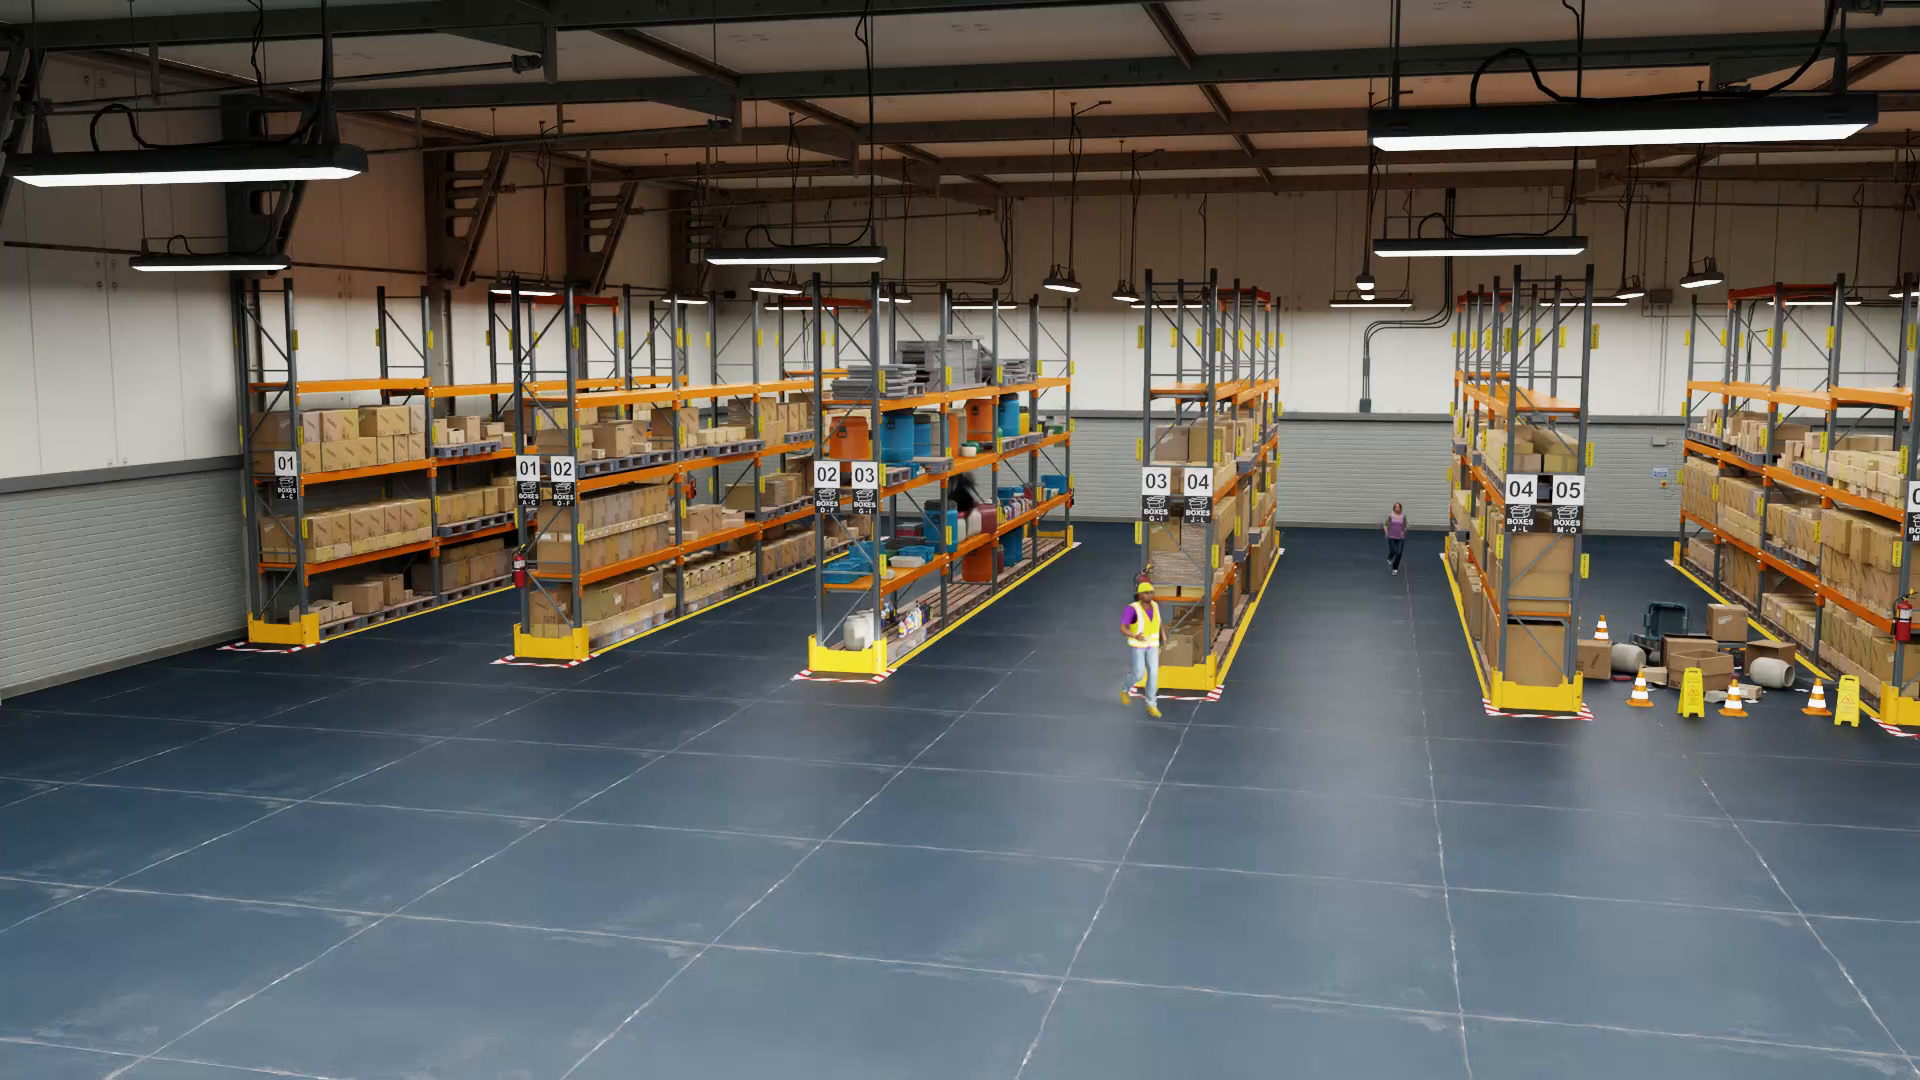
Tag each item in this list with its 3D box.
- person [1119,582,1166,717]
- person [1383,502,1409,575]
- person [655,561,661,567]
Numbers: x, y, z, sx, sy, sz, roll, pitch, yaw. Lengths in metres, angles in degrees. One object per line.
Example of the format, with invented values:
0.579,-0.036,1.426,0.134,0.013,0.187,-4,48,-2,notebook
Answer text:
2.471,1.444,22.449,0.727,1.776,0.844,-3,8,-24,person
9.331,-0.028,35.575,0.531,1.557,0.539,1,7,7,person
-6.654,-0.195,36.636,0.582,1.665,0.578,1,7,6,person
